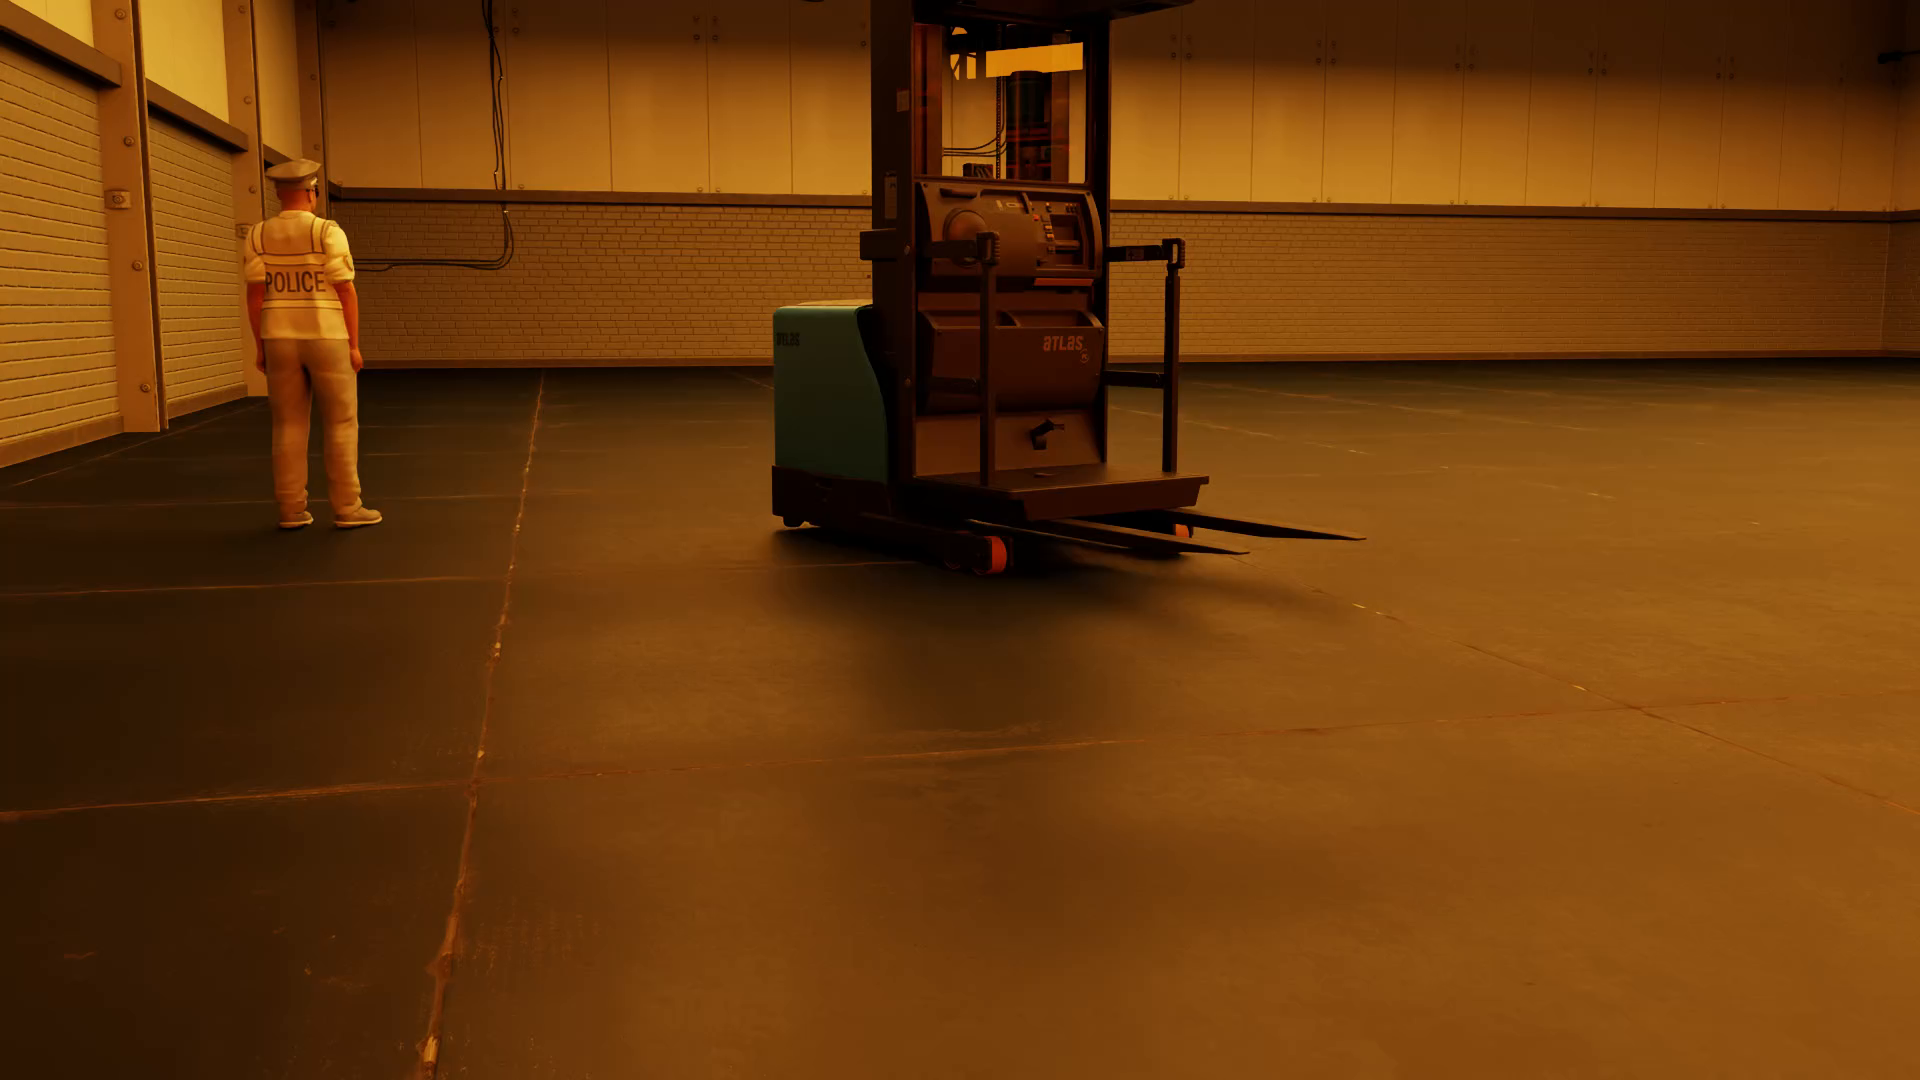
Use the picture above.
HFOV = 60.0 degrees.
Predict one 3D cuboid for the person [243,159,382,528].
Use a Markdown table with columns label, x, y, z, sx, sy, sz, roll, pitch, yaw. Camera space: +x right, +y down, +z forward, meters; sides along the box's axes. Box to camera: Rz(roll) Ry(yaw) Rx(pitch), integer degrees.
| label | x | y | z | sx | sy | sz | roll | pitch | yaw |
| --- | --- | --- | --- | --- | --- | --- | --- | --- | --- |
| person | -3.149 | -0.942 | 8.053 | 0.521 | 1.775 | 0.409 | 0 | 8 | -1 |

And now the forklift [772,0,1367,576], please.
| label | x | y | z | sx | sy | sz | roll | pitch | yaw |
| --- | --- | --- | --- | --- | --- | --- | --- | --- | --- |
| forklift | 0.355 | -1.383 | 7.015 | 1.130 | 2.935 | 3.031 | -6 | 10 | -35 |
